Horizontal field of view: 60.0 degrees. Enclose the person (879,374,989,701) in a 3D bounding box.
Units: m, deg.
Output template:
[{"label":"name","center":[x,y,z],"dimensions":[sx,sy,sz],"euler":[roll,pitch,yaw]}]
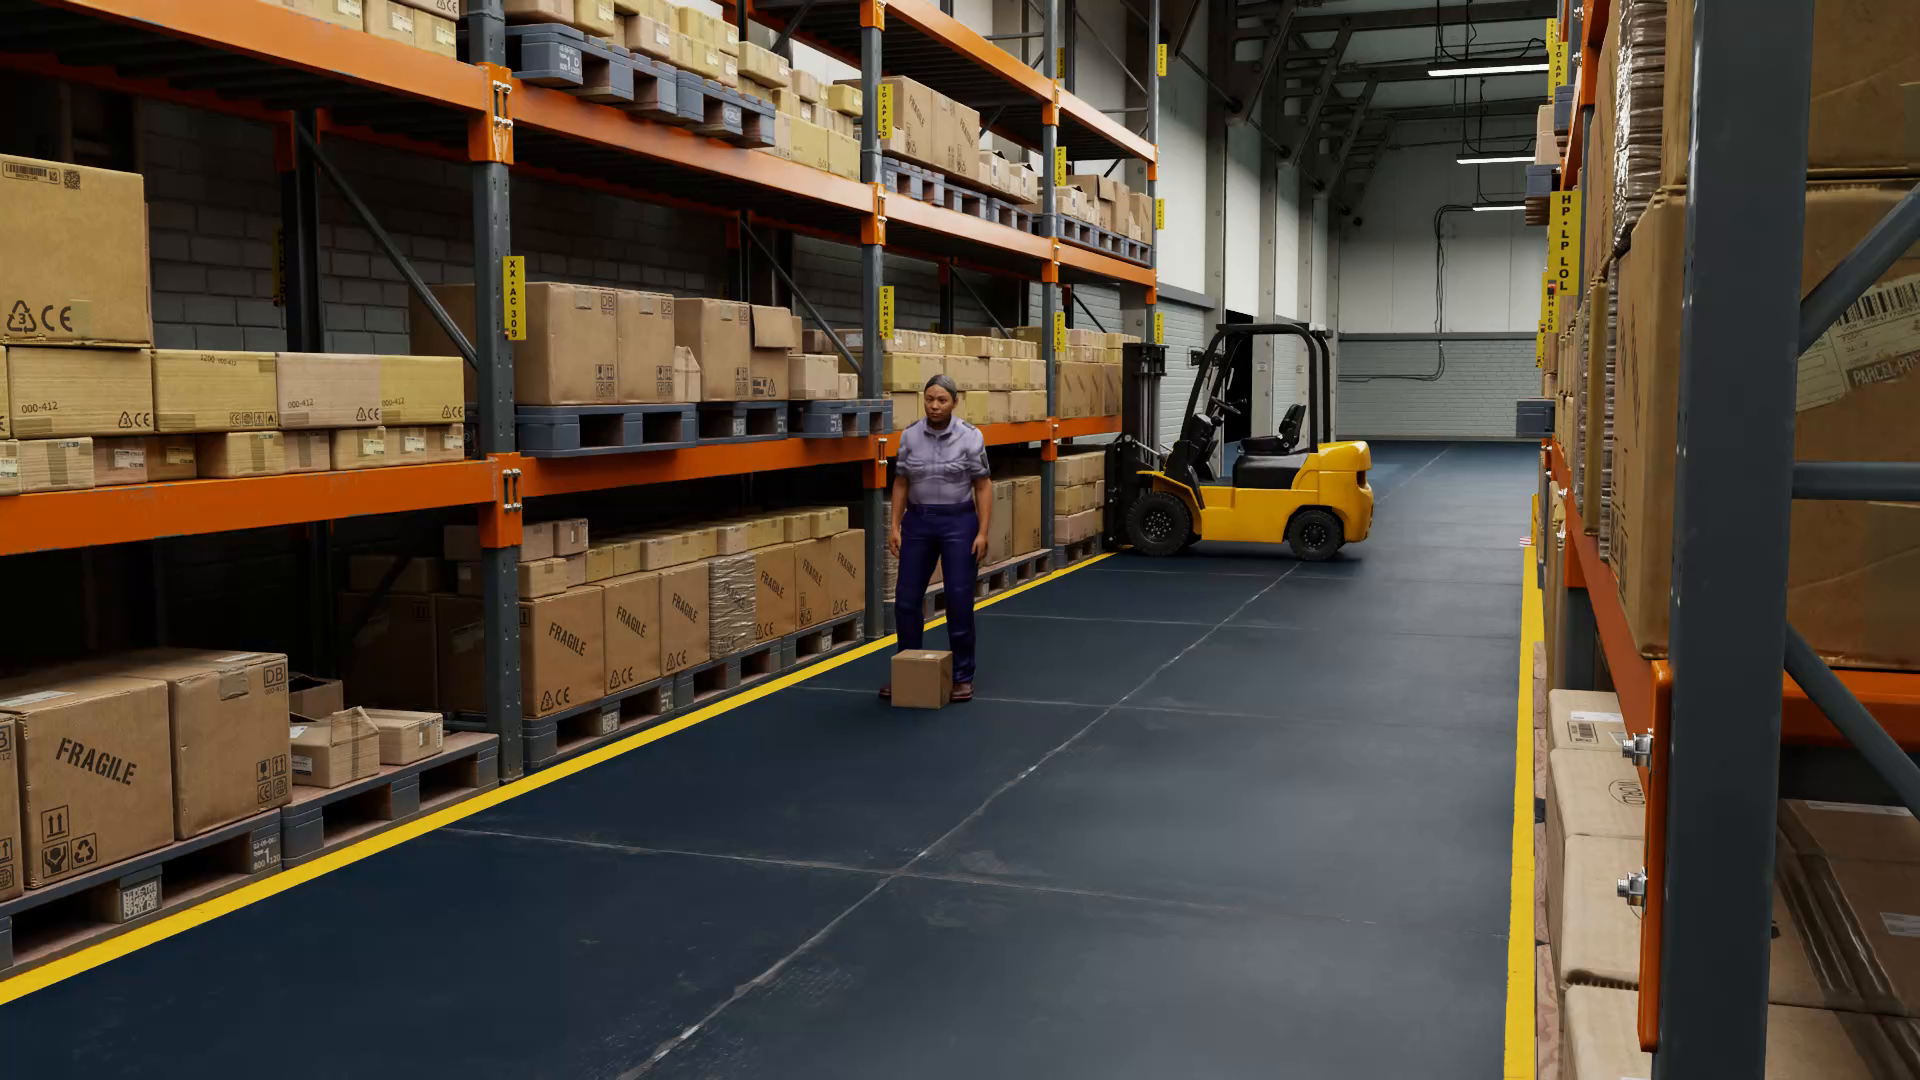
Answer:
[{"label":"person","center":[-0.124,-0.021,8.515],"dimensions":[0.544,1.651,0.365],"euler":[2,6,16]}]
